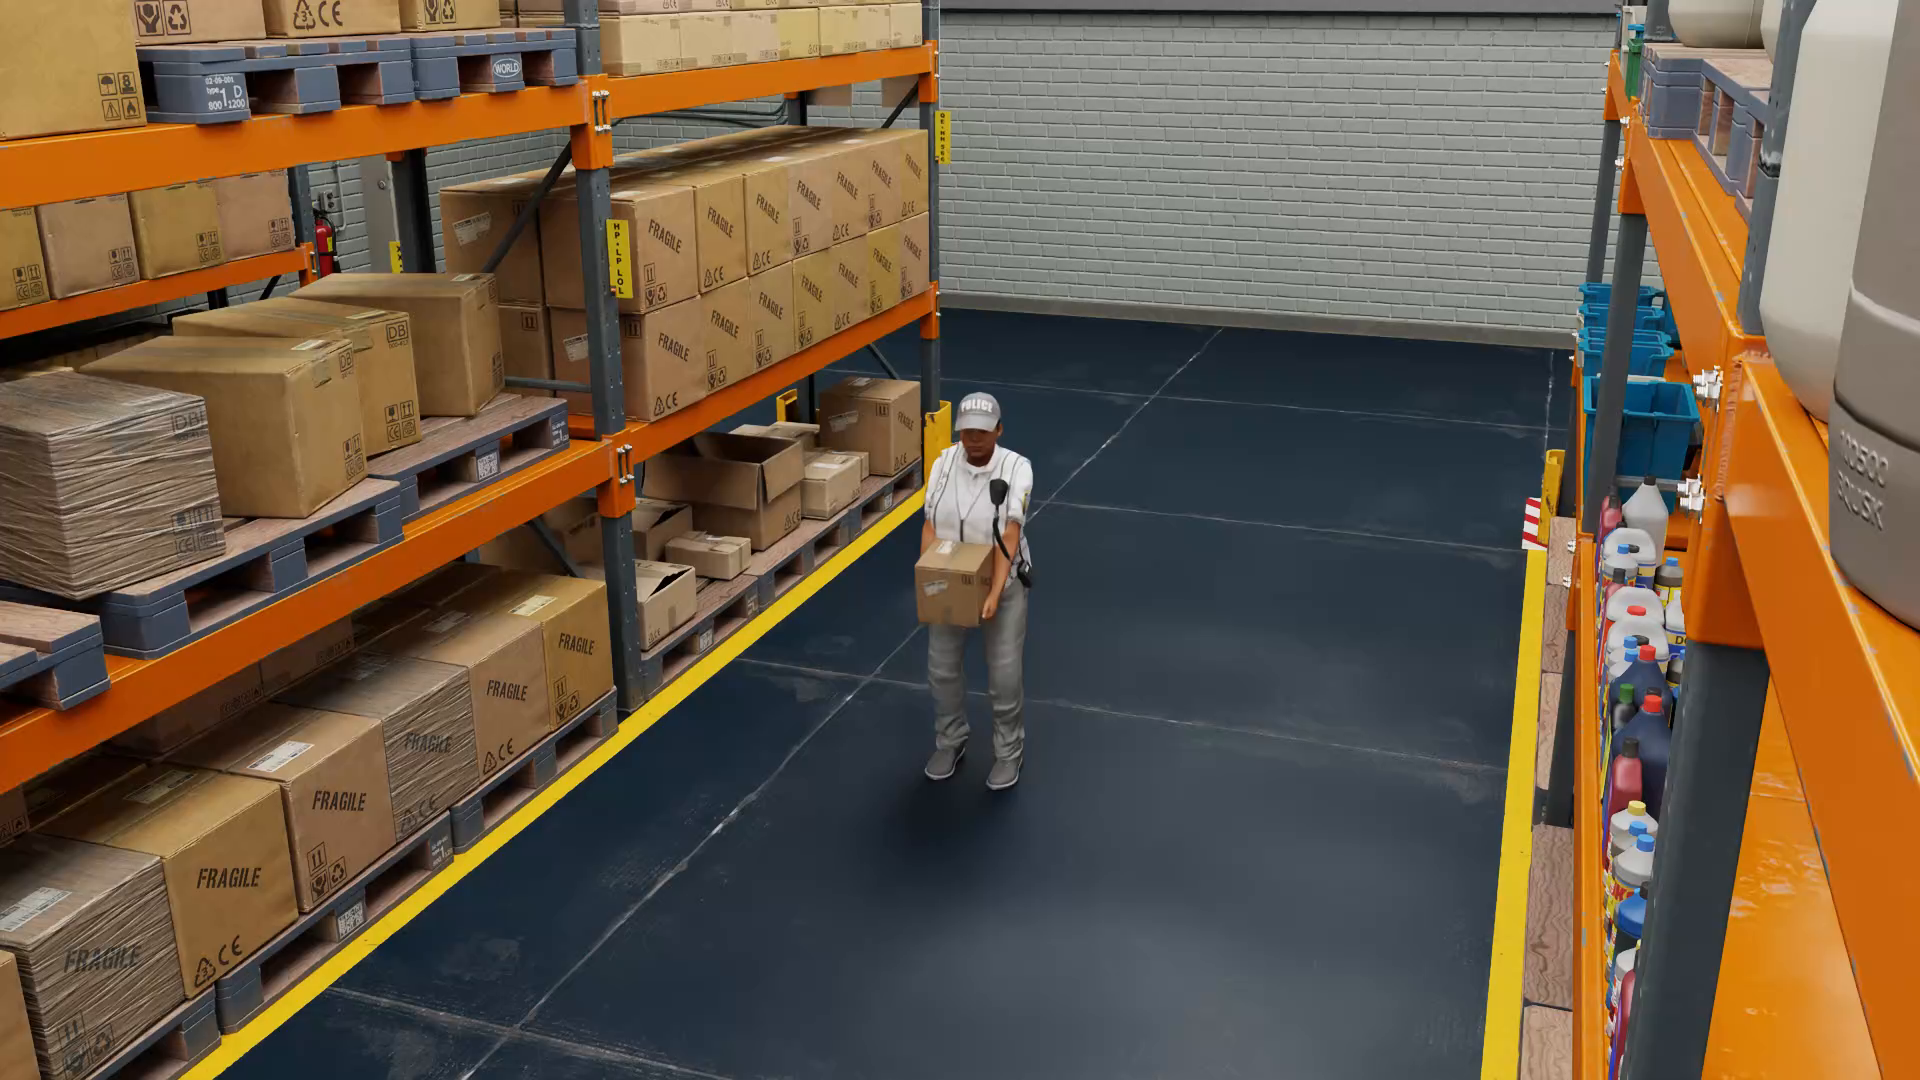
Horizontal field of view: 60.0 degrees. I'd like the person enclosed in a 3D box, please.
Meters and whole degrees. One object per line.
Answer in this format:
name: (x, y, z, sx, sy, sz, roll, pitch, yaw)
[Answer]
person: (0.057, 0.217, 6.779, 0.452, 1.661, 0.553, 6, 20, 17)
